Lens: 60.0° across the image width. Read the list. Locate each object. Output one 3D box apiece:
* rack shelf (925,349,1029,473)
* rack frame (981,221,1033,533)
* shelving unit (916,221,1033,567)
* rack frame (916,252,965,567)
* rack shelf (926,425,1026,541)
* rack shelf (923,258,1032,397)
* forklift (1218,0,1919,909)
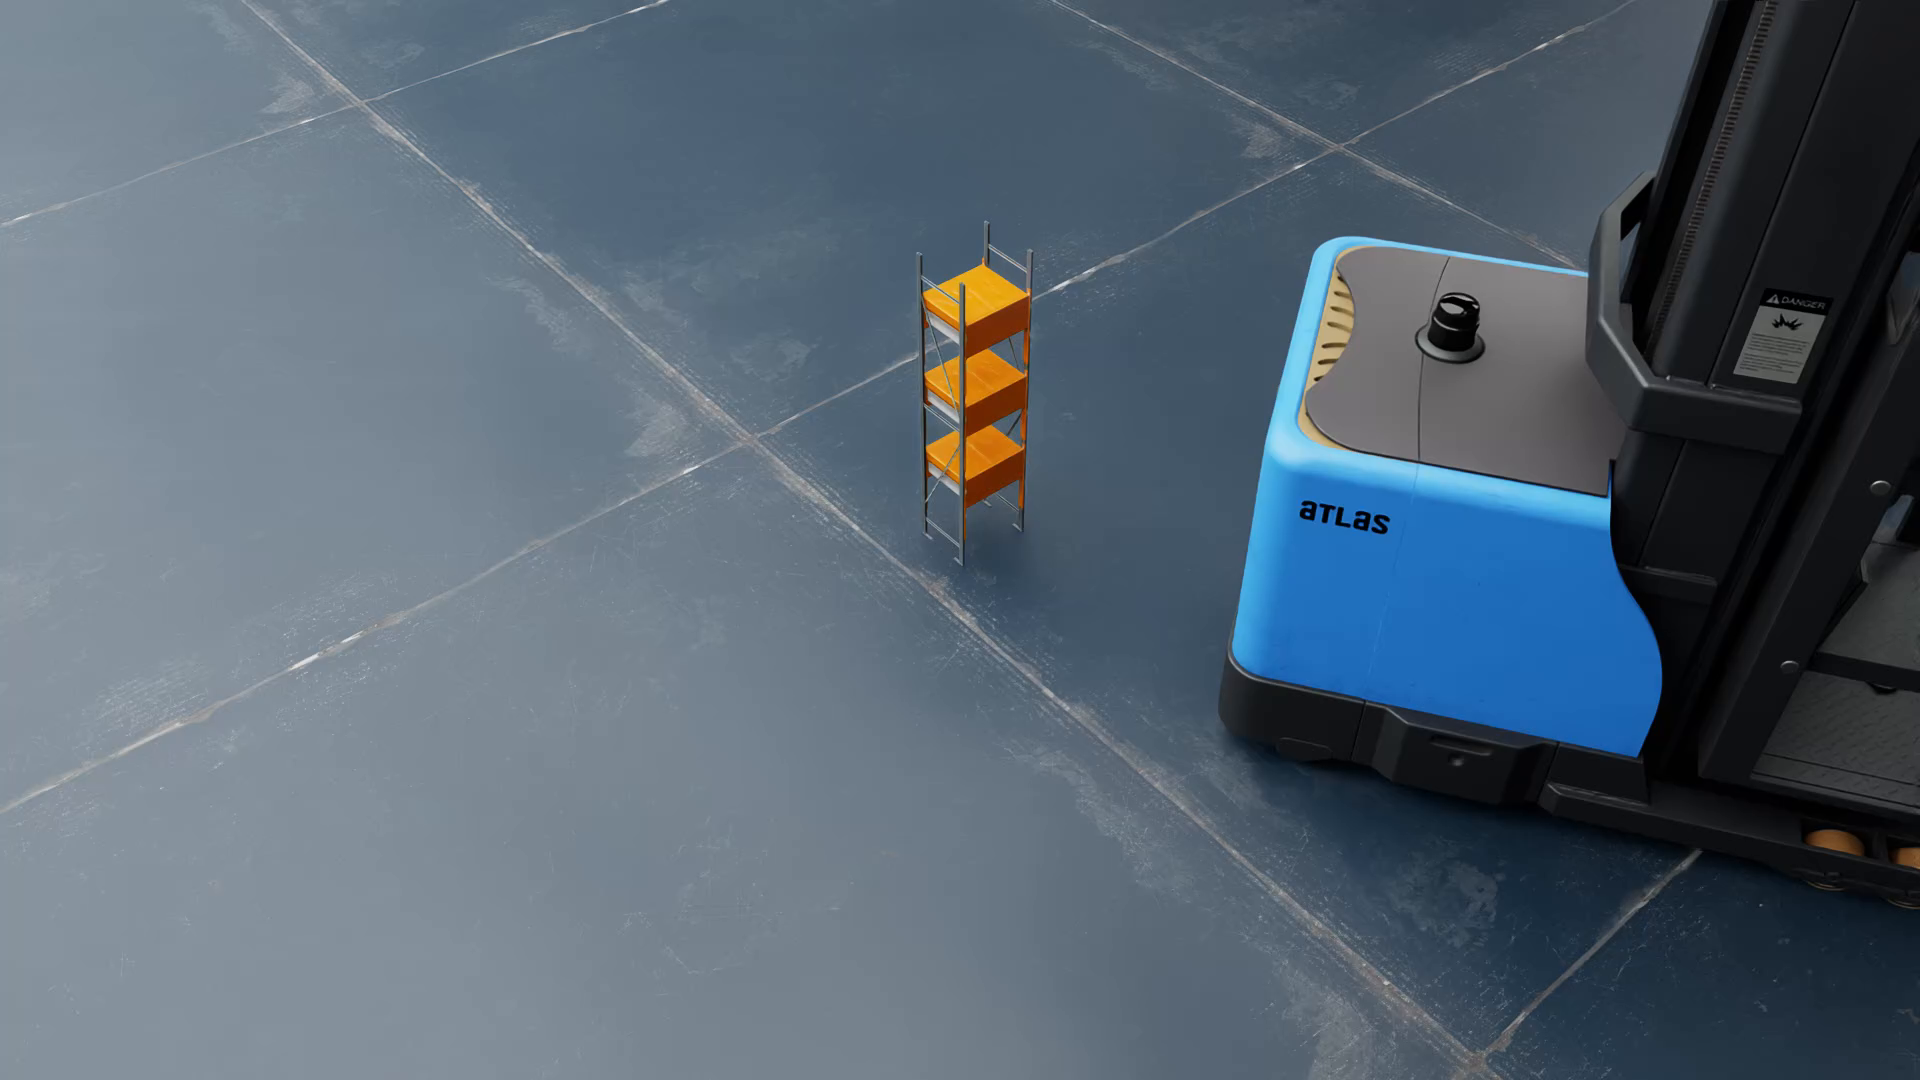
[{"bbox_3d":[0.041,-0.398,4.923,0.240,0.259,0.215,-30,51,-28],"label":"rack shelf"},{"bbox_3d":[0.135,-0.460,4.973,0.008,1.050,0.200,-30,51,-28],"label":"rack frame"},{"bbox_3d":[0.041,-0.406,4.916,0.252,1.050,0.215,-30,51,-28],"label":"shelving unit"},{"bbox_3d":[-0.053,-0.353,4.859,0.008,1.050,0.200,-30,51,-28],"label":"rack frame"},{"bbox_3d":[0.041,-0.196,5.113,0.240,0.259,0.215,-30,51,-28],"label":"rack shelf"},{"bbox_3d":[0.041,-0.605,4.729,0.240,0.259,0.215,-30,51,-28],"label":"rack shelf"},{"bbox_3d":[2.294,-0.536,3.680,3.031,2.935,1.130,12,44,12],"label":"forklift"}]
